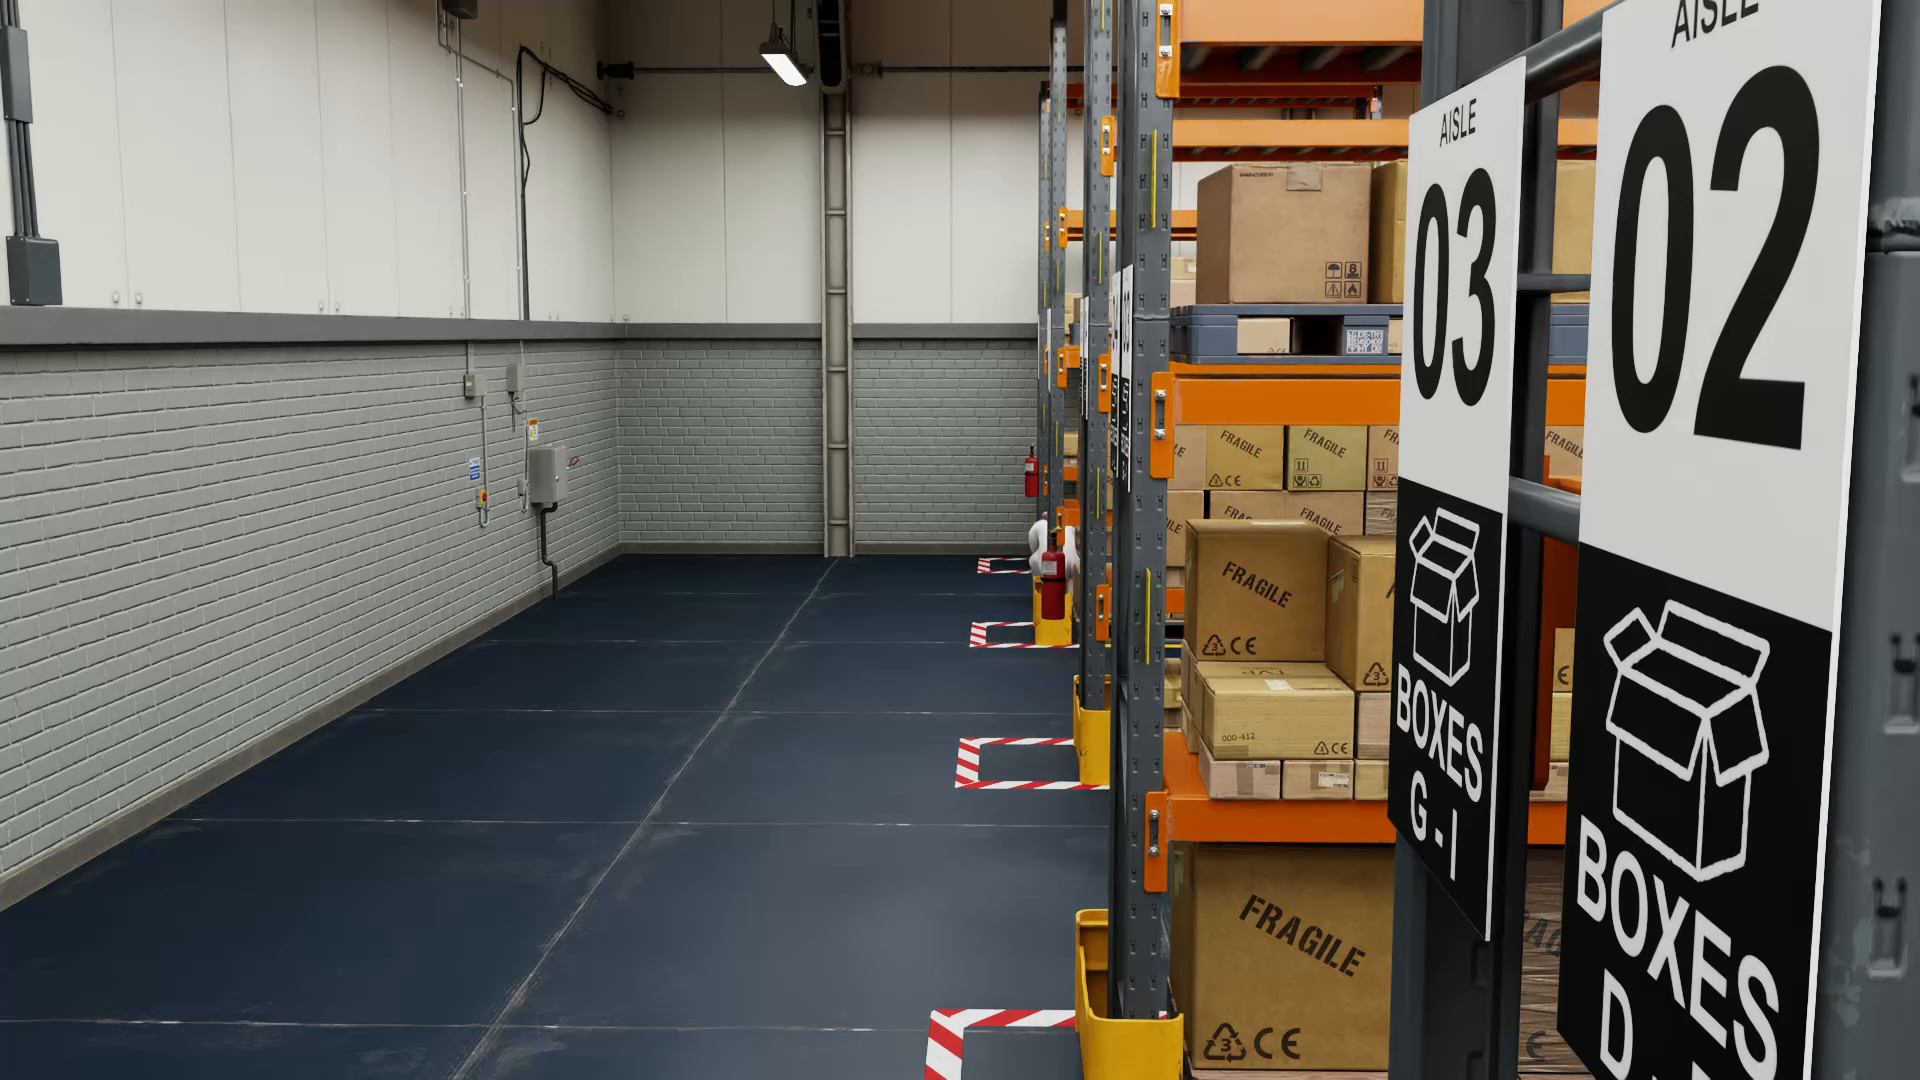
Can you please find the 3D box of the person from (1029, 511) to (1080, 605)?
[{"bbox_3d":[1.041,0.215,18.326,0.580,0.985,0.941,0,7,0],"label":"person"}]
